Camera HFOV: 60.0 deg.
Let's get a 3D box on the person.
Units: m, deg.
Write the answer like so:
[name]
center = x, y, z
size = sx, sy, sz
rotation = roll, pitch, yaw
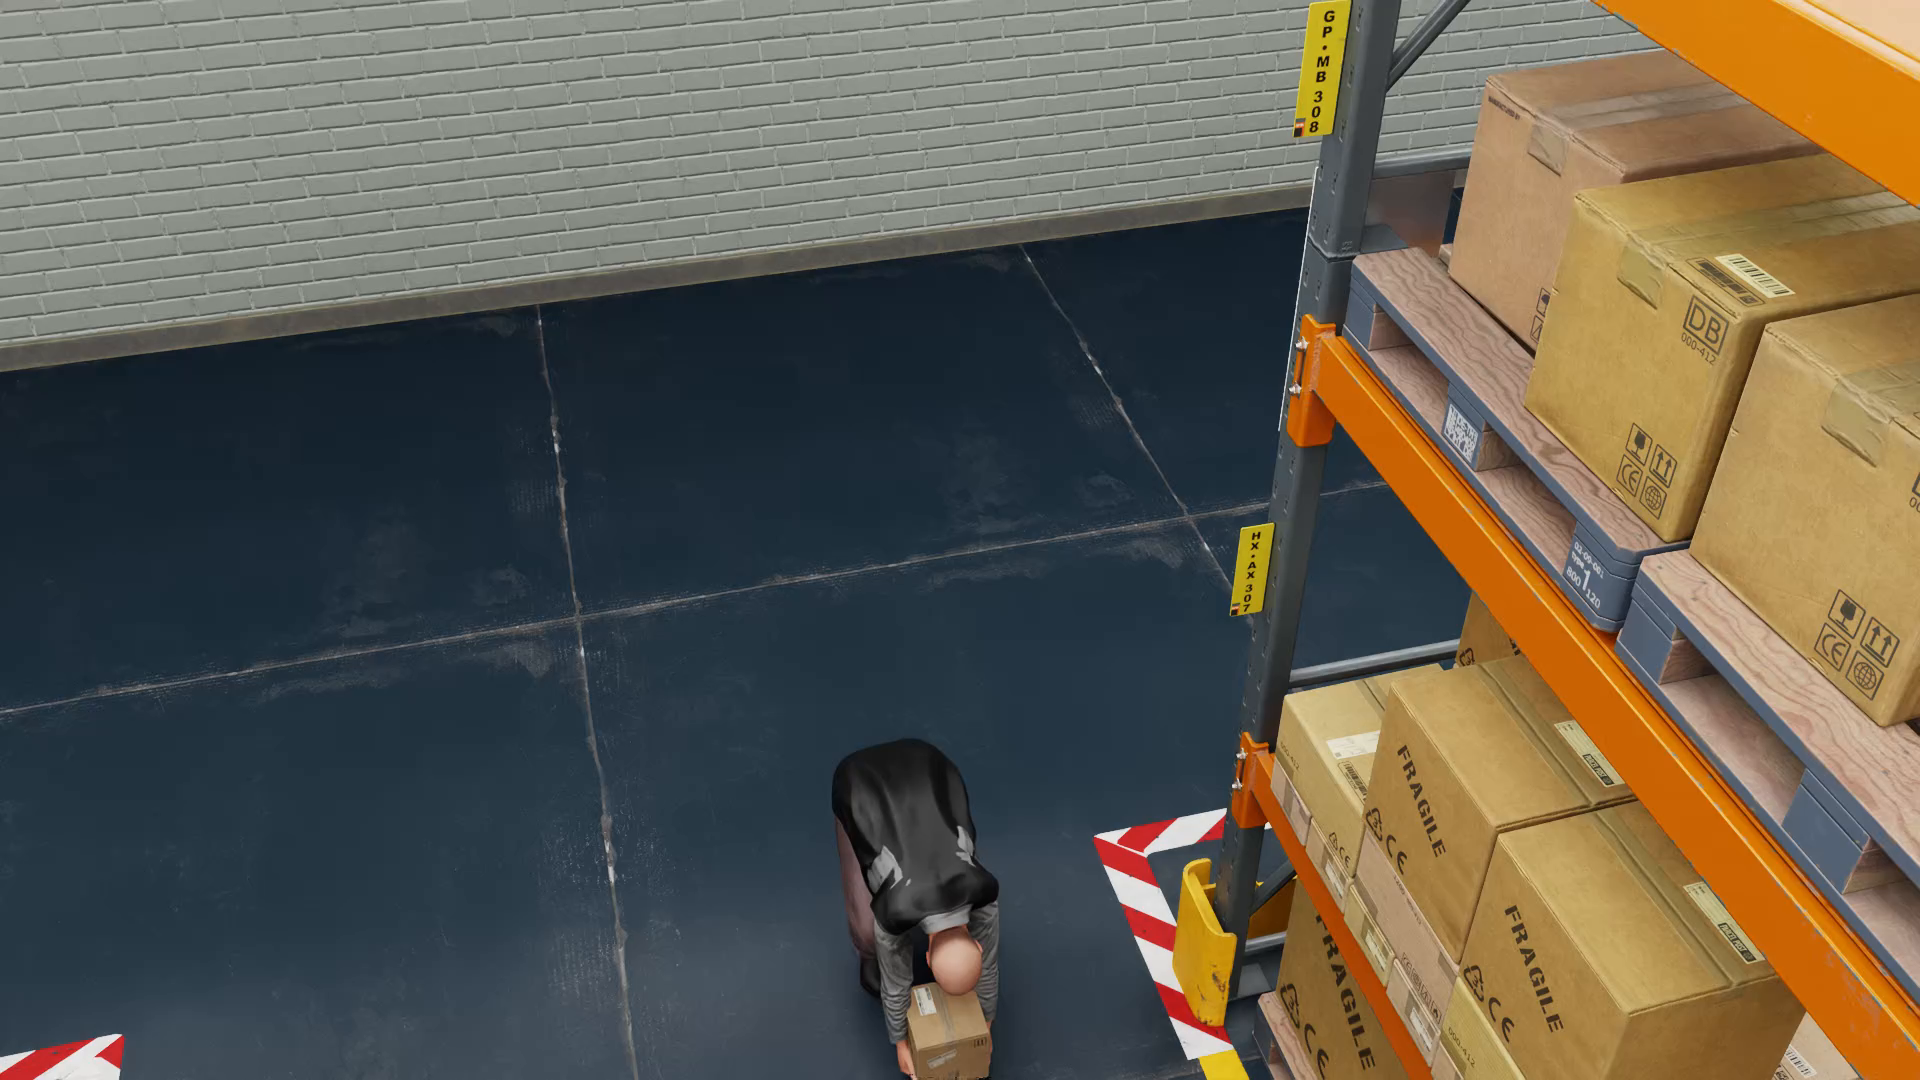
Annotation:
[person]
center = -0.128, 1.264, 5.721
size = 0.511, 0.973, 0.944
rotation = -11, 39, -14
